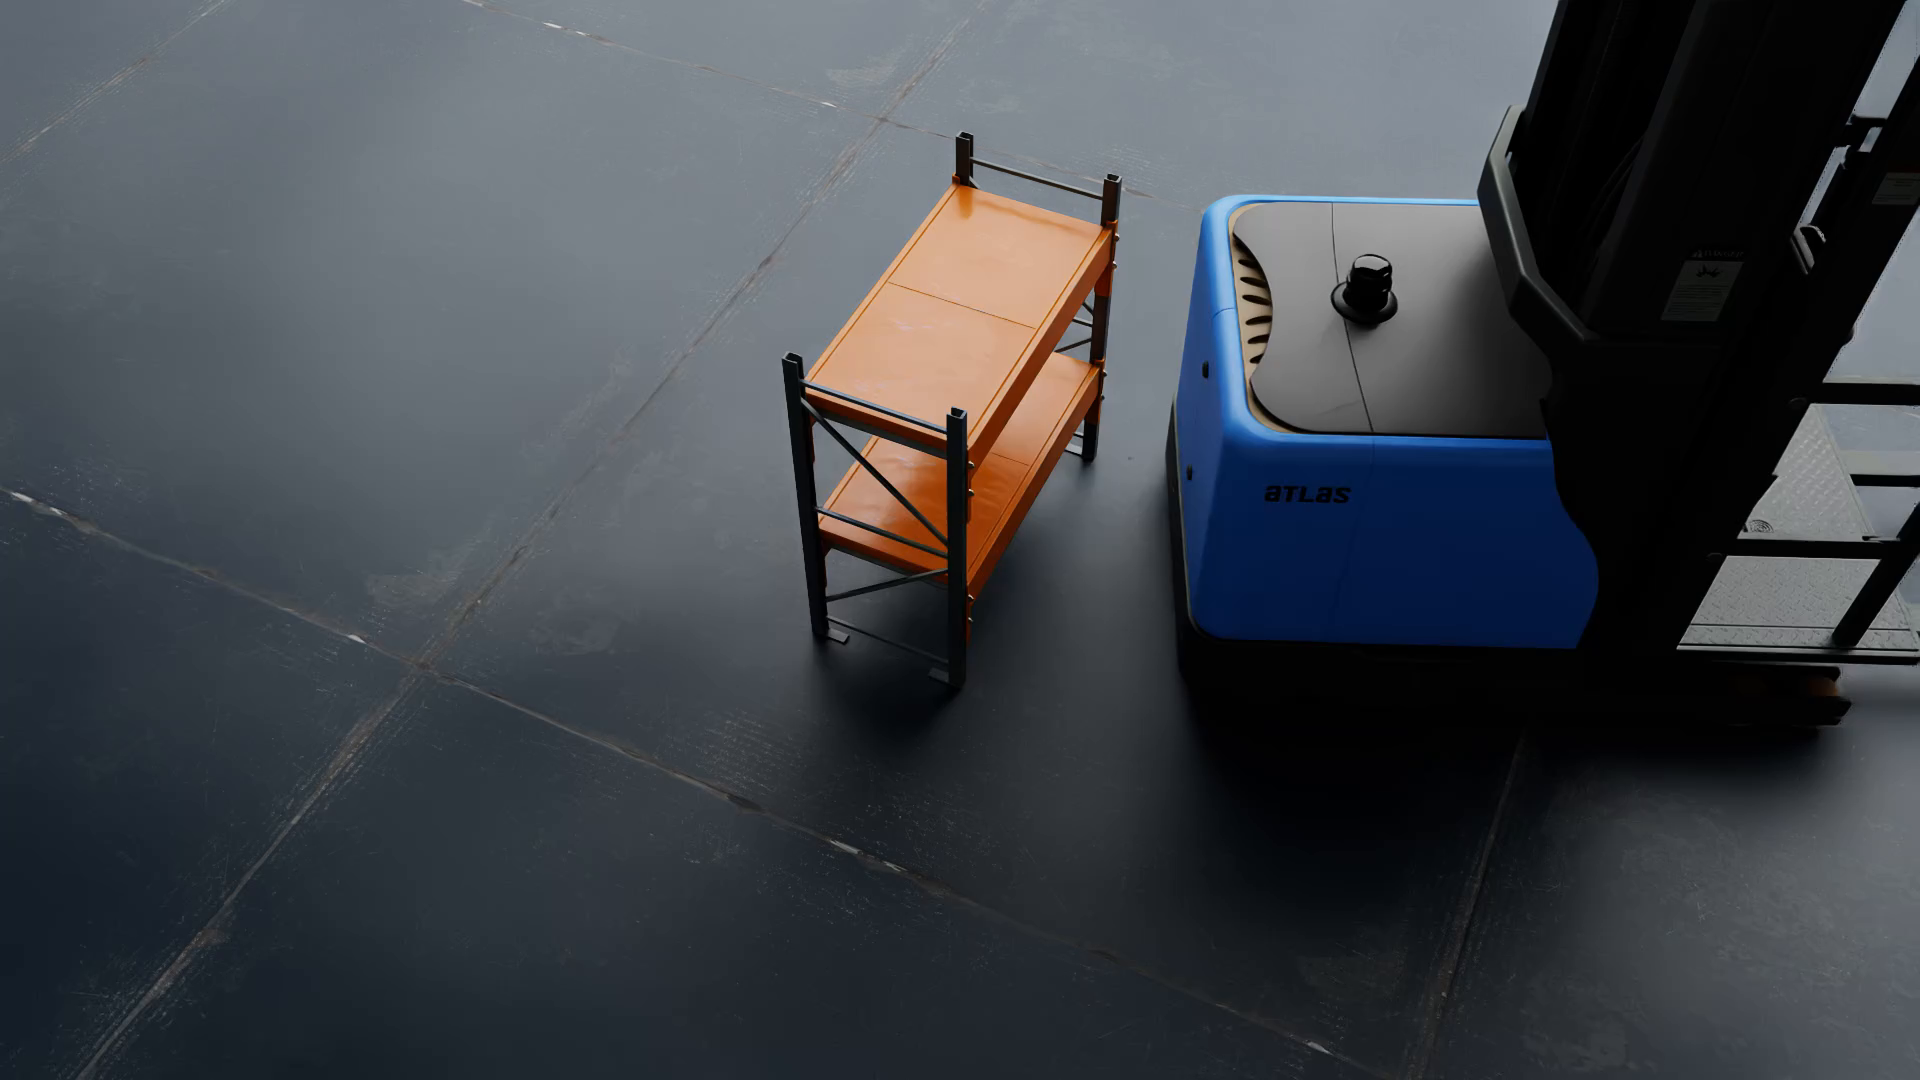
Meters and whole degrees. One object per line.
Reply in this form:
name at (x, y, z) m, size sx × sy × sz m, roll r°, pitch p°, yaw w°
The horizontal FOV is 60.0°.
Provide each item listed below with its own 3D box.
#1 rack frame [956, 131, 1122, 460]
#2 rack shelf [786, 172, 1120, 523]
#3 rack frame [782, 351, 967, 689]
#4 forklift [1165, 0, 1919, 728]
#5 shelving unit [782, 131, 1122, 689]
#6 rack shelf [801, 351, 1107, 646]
rack frame at (0.220, -0.719, 5.123) m, size 0.500 × 1.125 × 0.032 m, roll 20°, pitch 52°, yaw 16°
rack shelf at (0.003, -0.559, 4.603) m, size 0.538 × 0.278 × 1.000 m, roll 20°, pitch 52°, yaw 16°
rack frame at (-0.214, -0.019, 4.528) m, size 0.500 × 1.125 × 0.032 m, roll 20°, pitch 52°, yaw 16°
forklift at (2.166, -0.824, 4.027) m, size 3.031 × 2.935 × 1.130 m, roll 1°, pitch 50°, yaw 1°
shelving unit at (0.003, -0.369, 4.826) m, size 0.538 × 1.125 × 1.048 m, roll 20°, pitch 52°, yaw 16°
rack shelf at (0.003, -0.211, 5.012) m, size 0.538 × 0.278 × 1.000 m, roll 20°, pitch 52°, yaw 16°
